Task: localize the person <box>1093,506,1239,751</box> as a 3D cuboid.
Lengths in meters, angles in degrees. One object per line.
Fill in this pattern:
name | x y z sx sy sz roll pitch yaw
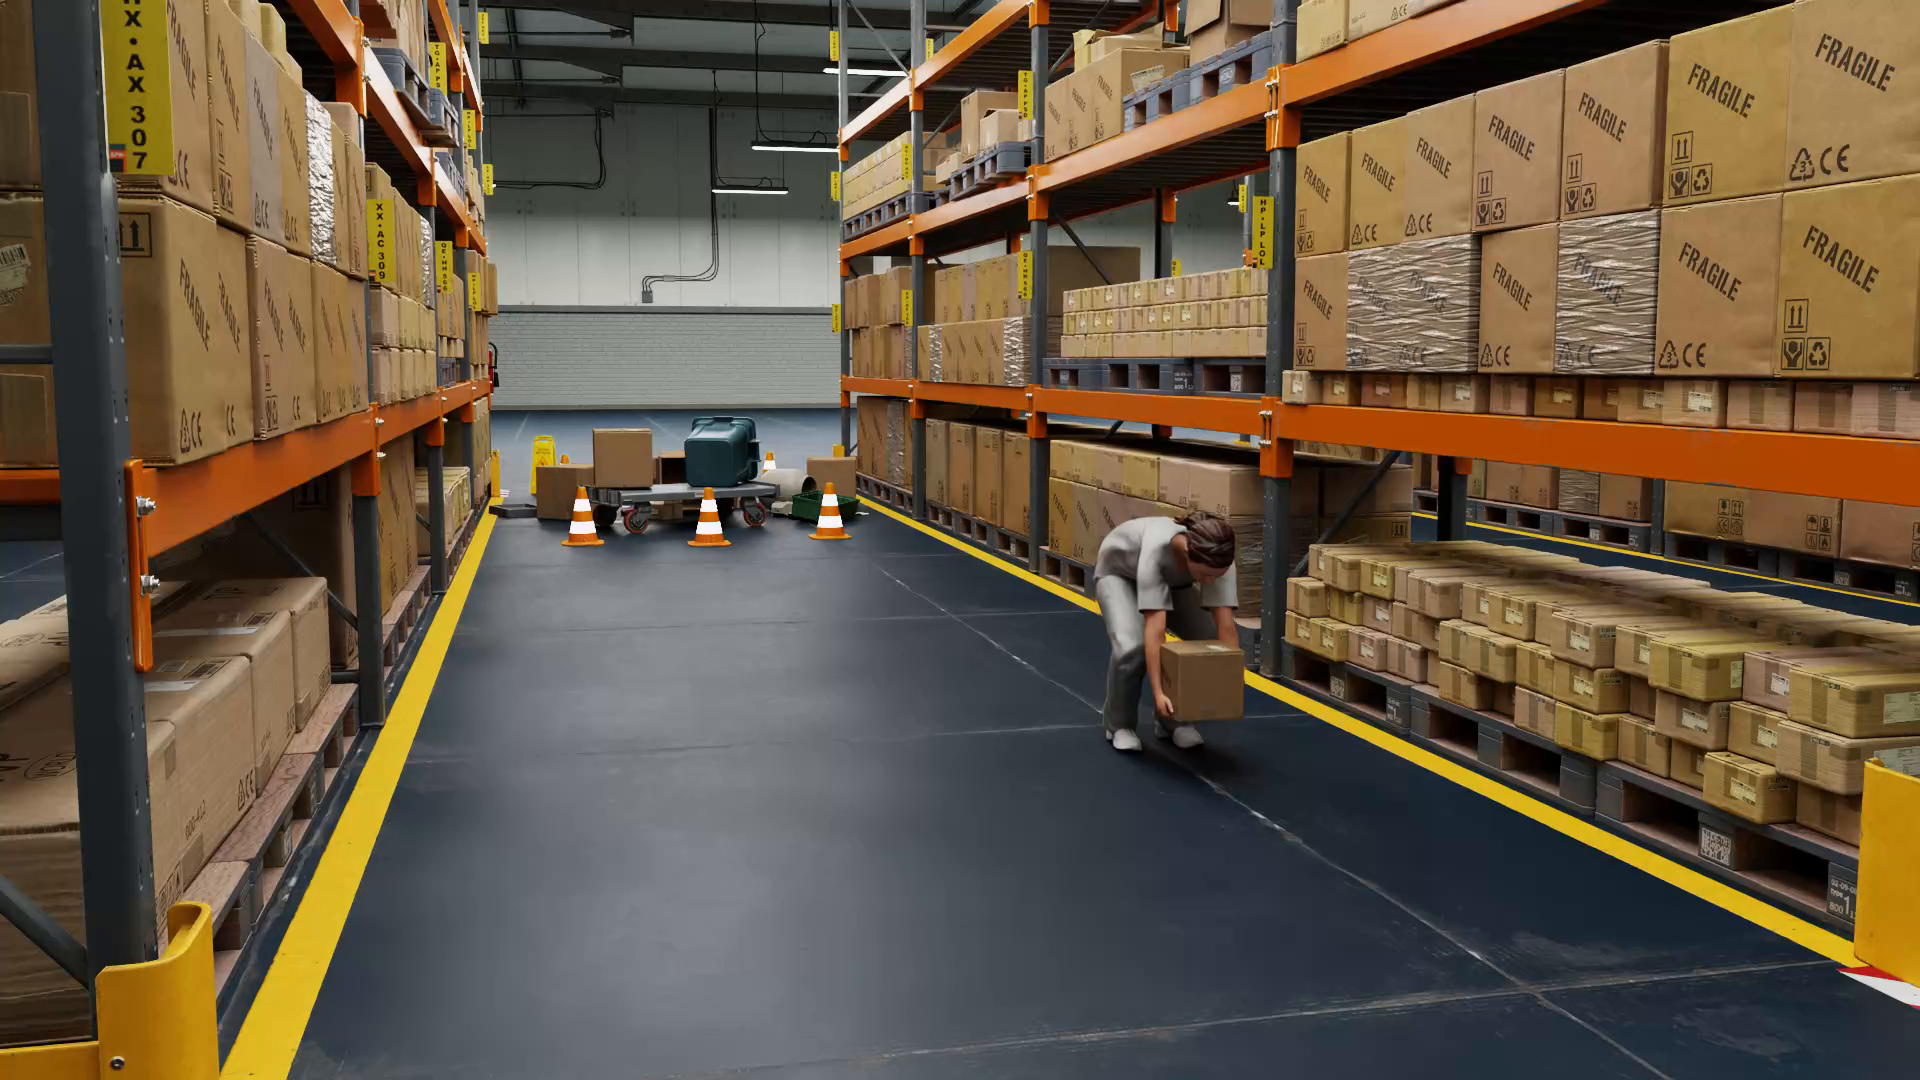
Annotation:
person | 0.796 0.338 6.318 0.474 0.967 0.863 -2 6 -16
